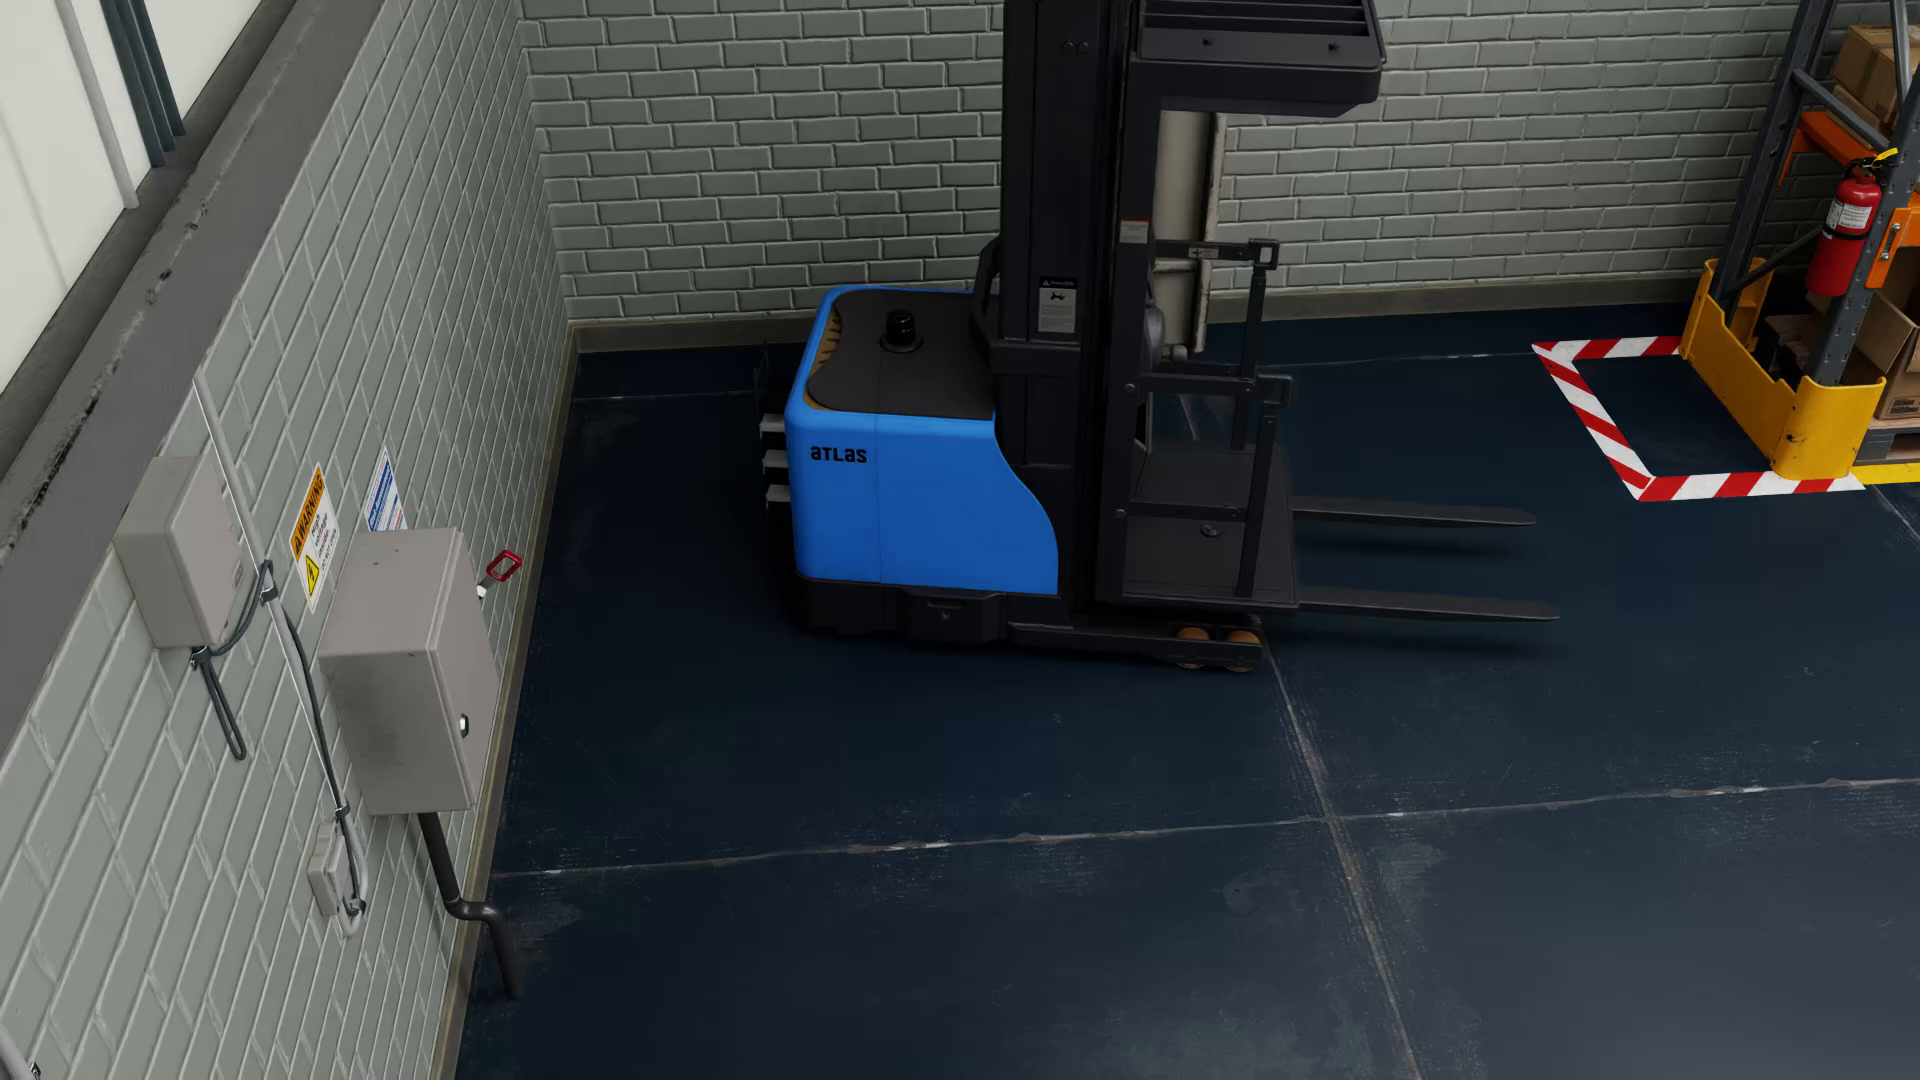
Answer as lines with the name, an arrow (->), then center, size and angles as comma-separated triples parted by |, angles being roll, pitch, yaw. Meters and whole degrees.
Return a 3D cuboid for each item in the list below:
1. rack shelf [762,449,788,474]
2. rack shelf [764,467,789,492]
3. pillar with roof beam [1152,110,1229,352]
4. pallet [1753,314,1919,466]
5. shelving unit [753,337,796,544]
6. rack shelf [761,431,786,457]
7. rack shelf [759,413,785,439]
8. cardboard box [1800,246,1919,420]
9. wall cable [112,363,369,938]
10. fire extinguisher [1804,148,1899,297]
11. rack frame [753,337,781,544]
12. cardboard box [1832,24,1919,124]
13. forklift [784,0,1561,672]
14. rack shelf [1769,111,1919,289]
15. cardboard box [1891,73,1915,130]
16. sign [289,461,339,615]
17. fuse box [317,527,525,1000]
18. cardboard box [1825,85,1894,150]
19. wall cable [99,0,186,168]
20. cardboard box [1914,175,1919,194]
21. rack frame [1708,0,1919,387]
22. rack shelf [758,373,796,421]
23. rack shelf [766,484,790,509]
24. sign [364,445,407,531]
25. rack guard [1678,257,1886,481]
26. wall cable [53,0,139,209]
rack shelf -> -0.712, -0.375, 7.053 | 0.200, 0.077, 0.258 | 4, 38, 5
rack shelf -> -0.712, -0.304, 7.109 | 0.200, 0.077, 0.258 | 4, 38, 5
pillar with roof beam -> 1.412, -1.918, 2.416 | 0.400, 9.000, 9.100 | -3, 38, -4
pallet -> 4.666, -0.765, 8.049 | 1.213, 0.211, 1.003 | -3, 38, -4
shelving unit -> -0.712, -0.401, 7.032 | 0.210, 0.900, 0.258 | 4, 38, 5
rack shelf -> -0.712, -0.446, 6.997 | 0.200, 0.077, 0.258 | 4, 38, 5
rack shelf -> -0.712, -0.516, 6.941 | 0.200, 0.077, 0.258 | 4, 38, 5
cardboard box -> 4.414, -0.971, 7.735 | 0.637, 0.503, 0.797 | -5, 39, -6
wall cable -> -1.512, 0.302, 3.626 | 0.122, 1.984, 0.588 | -3, 38, -4
fire extinguisher -> 3.691, -1.341, 6.892 | 0.183, 0.674, 0.296 | -3, 38, -4
rack frame -> -0.813, -0.408, 7.041 | 0.006, 0.900, 0.240 | 4, 38, 5
cardboard box -> 4.231, -2.058, 7.318 | 0.500, 0.250, 0.500 | -2, 38, -3
forklift -> 0.882, -0.977, 6.122 | 3.031, 2.935, 1.130 | 4, 38, 5
rack shelf -> 5.788, -1.638, 7.486 | 4.000, 0.370, 1.077 | -3, 38, -4
cardboard box -> 4.272, -1.728, 6.899 | 0.500, 0.250, 0.500 | -3, 38, -4
sign -> -1.617, -0.008, 4.172 | 0.001, 0.242, 0.339 | -3, 38, -4
fuse box -> -1.416, 0.777, 4.884 | 0.414, 1.711, 0.539 | -3, 38, -4
cardboard box -> 4.103, -1.896, 7.435 | 0.250, 0.149, 0.380 | -4, 38, -4
wall cable -> -1.674, -2.818, 3.526 | 0.133, 3.039, 2.988 | -3, 38, -4
cardboard box -> 4.148, -1.561, 7.010 | 0.250, 0.149, 0.380 | -3, 38, -4
rack frame -> 3.796, -1.811, 7.124 | 0.127, 3.000, 1.000 | -3, 38, -4
rack shelf -> -0.712, -0.587, 6.886 | 0.200, 0.077, 0.258 | 4, 38, 5
rack shelf -> -0.712, -0.234, 7.164 | 0.200, 0.077, 0.258 | 4, 38, 5
sign -> -1.666, 0.015, 4.886 | 0.001, 0.494, 0.329 | -3, 38, -4
rack guard -> 3.872, -0.834, 7.903 | 0.348, 0.500, 1.175 | -3, 38, -4
wall cable -> -1.465, -1.082, 1.357 | 0.029, 3.000, 2.355 | -3, 38, -4
